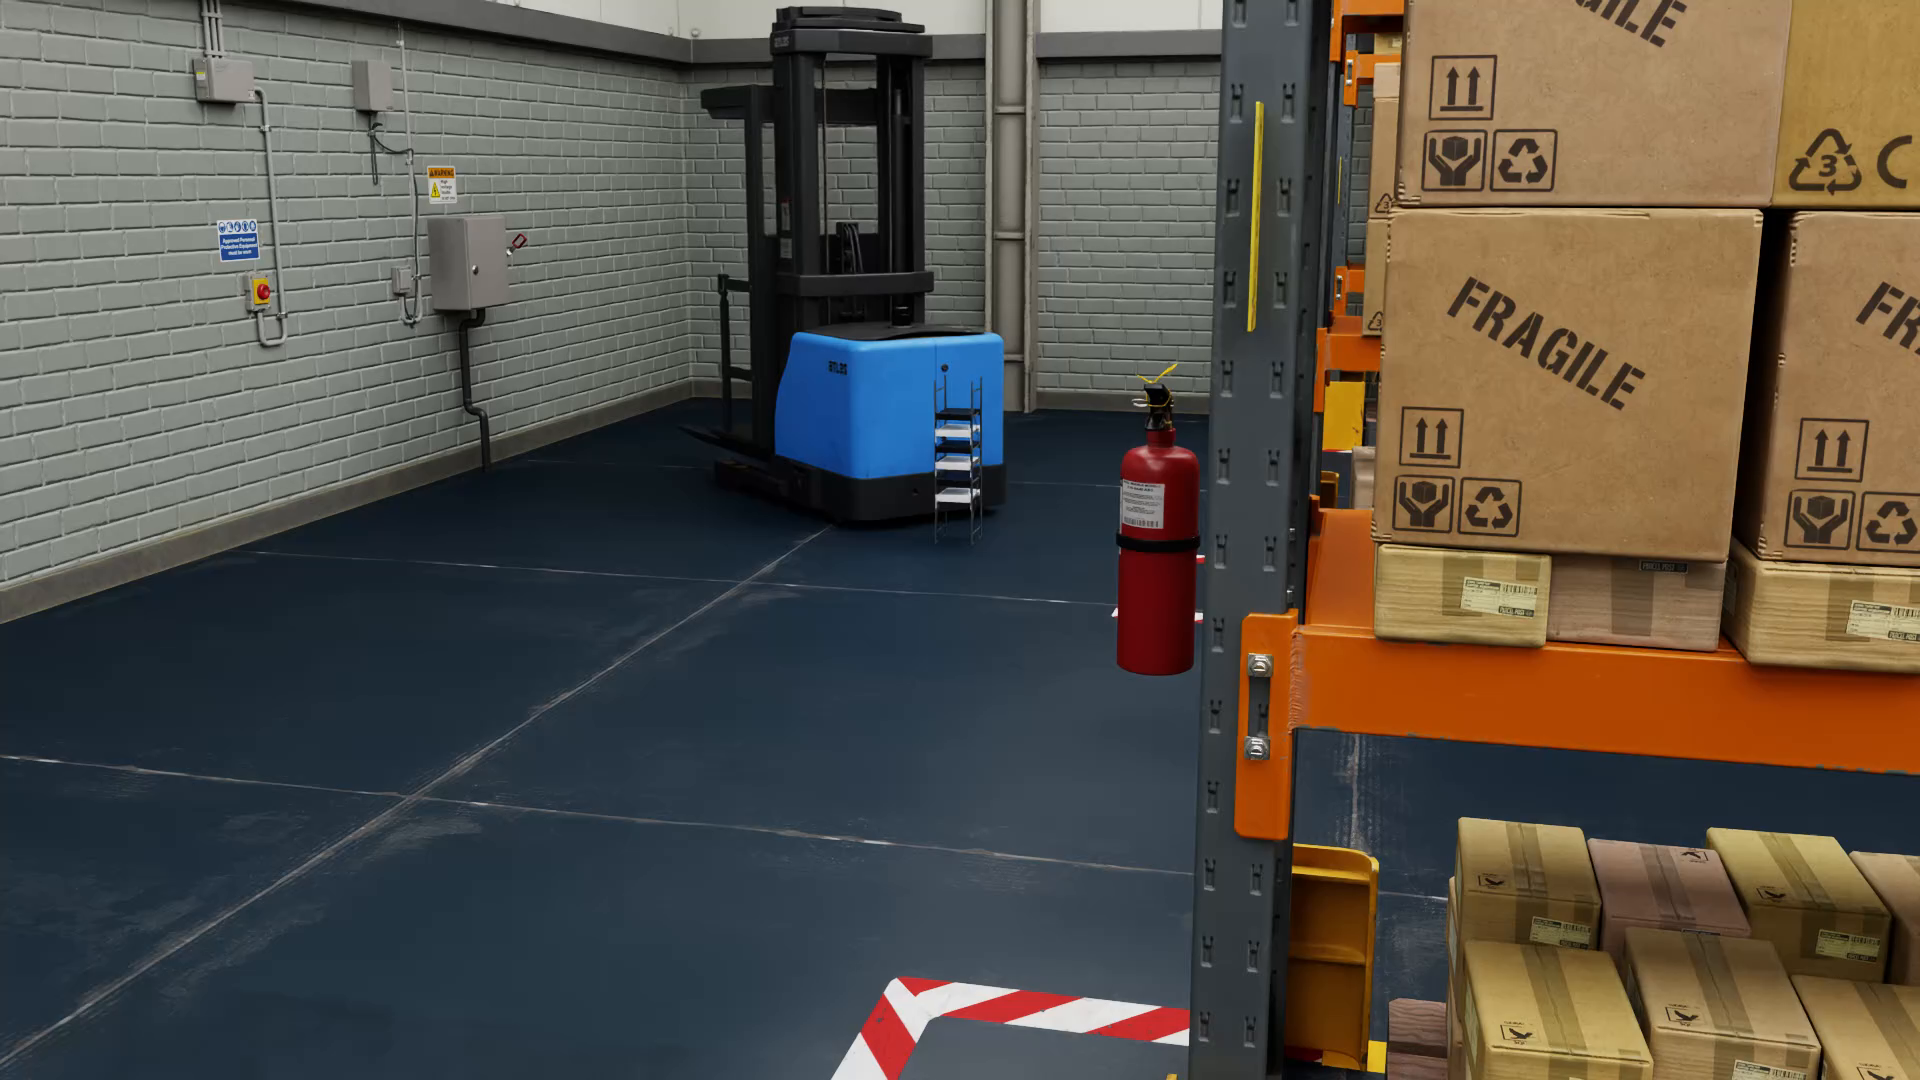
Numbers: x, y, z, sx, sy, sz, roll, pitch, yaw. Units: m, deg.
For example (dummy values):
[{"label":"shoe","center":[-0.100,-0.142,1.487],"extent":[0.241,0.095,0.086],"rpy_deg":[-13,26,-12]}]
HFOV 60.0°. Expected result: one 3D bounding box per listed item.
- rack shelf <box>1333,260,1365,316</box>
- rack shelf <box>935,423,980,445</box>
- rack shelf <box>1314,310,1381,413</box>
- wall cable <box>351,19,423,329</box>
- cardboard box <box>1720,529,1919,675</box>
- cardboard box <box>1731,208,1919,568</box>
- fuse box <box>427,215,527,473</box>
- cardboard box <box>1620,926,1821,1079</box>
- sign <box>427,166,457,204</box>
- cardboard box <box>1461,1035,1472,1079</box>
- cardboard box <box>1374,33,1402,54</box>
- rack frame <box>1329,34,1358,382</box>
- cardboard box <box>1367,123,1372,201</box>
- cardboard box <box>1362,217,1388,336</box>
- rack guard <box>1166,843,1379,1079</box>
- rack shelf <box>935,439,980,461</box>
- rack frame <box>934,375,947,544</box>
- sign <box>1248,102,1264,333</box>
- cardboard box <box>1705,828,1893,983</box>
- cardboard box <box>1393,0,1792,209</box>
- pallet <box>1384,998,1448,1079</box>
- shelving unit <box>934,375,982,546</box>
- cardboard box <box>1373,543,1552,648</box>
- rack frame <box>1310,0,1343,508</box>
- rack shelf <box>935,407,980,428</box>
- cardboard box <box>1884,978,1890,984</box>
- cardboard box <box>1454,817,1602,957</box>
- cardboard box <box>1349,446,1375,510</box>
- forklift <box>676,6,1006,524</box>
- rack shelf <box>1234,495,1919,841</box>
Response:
[{"label":"rack shelf","center":[4.778,-1.798,12.072],"extent":[4.000,0.370,1.077],"rpy_deg":[3,13,14]},{"label":"rack shelf","center":[-0.008,-0.583,9.106],"extent":[0.200,0.077,0.258],"rpy_deg":[3,13,14]},{"label":"rack shelf","center":[3.593,-0.754,7.367],"extent":[4.000,0.370,1.077],"rpy_deg":[3,13,14]},{"label":"wall cable","center":[-3.501,-2.291,10.290],"extent":[0.122,1.984,0.588],"rpy_deg":[3,13,14]},{"label":"cardboard box","center":[1.304,0.075,2.548],"extent":[0.250,0.149,0.380],"rpy_deg":[3,13,12]},{"label":"cardboard box","center":[1.458,-0.253,2.530],"extent":[0.500,0.500,0.500],"rpy_deg":[3,13,14]},{"label":"fuse box","center":[-3.184,-1.302,11.150],"extent":[0.414,1.711,0.539],"rpy_deg":[3,13,14]},{"label":"cardboard box","center":[1.287,0.821,2.845],"extent":[0.250,0.149,0.380],"rpy_deg":[3,13,15]},{"label":"sign","center":[-3.399,-2.333,10.917],"extent":[0.001,0.242,0.339],"rpy_deg":[3,13,14]},{"label":"cardboard box","center":[1.010,0.960,2.907],"extent":[0.250,0.149,0.380],"rpy_deg":[4,13,16]},{"label":"cardboard box","center":[3.090,-3.529,11.870],"extent":[0.250,0.149,0.380],"rpy_deg":[3,13,15]},{"label":"rack frame","center":[2.836,-2.253,12.462],"extent":[0.127,3.000,1.000],"rpy_deg":[3,13,14]},{"label":"cardboard box","center":[2.176,-1.771,7.751],"extent":[0.500,0.500,0.500],"rpy_deg":[4,13,15]},{"label":"cardboard box","center":[2.048,-1.172,7.362],"extent":[0.500,0.500,0.500],"rpy_deg":[3,13,13]},{"label":"rack guard","center":[0.637,1.062,3.294],"extent":[0.348,0.500,1.175],"rpy_deg":[3,13,14]},{"label":"rack shelf","center":[-0.008,-0.495,9.126],"extent":[0.200,0.077,0.258],"rpy_deg":[3,13,14]},{"label":"rack frame","center":[-0.107,-0.445,9.162],"extent":[0.006,0.900,0.240],"rpy_deg":[3,13,14]},{"label":"sign","center":[0.433,-0.471,2.433],"extent":[0.005,0.325,0.100],"rpy_deg":[3,13,14]},{"label":"cardboard box","center":[1.650,0.720,3.303],"extent":[0.250,0.149,0.380],"rpy_deg":[3,13,12]},{"label":"cardboard box","center":[0.935,-0.766,2.533],"extent":[0.500,0.500,0.500],"rpy_deg":[3,13,13]},{"label":"pallet","center":[1.417,1.252,3.102],"extent":[1.213,0.211,1.003],"rpy_deg":[3,13,14]},{"label":"shelving unit","center":[-0.008,-0.440,9.138],"extent":[0.210,0.900,0.258],"rpy_deg":[3,13,14]},{"label":"cardboard box","center":[0.799,0.046,2.682],"extent":[0.250,0.149,0.380],"rpy_deg":[3,13,13]},{"label":"rack frame","center":[1.651,-1.209,7.757],"extent":[0.127,3.000,1.000],"rpy_deg":[3,13,14]},{"label":"rack shelf","center":[-0.008,-0.671,9.087],"extent":[0.200,0.077,0.258],"rpy_deg":[3,13,14]},{"label":"cardboard box","center":[1.885,0.909,3.139],"extent":[0.250,0.149,0.380],"rpy_deg":[3,13,13]},{"label":"cardboard box","center":[1.138,0.708,3.357],"extent":[0.250,0.149,0.380],"rpy_deg":[3,13,14]},{"label":"cardboard box","center":[2.316,-0.150,7.929],"extent":[0.875,0.438,0.875],"rpy_deg":[3,13,12]},{"label":"forklift","center":[-0.941,-1.796,10.563],"extent":[1.130,2.935,3.031],"rpy_deg":[-8,15,-31]},{"label":"rack shelf","center":[2.505,0.292,2.651],"extent":[4.000,0.370,1.077],"rpy_deg":[3,13,14]}]
